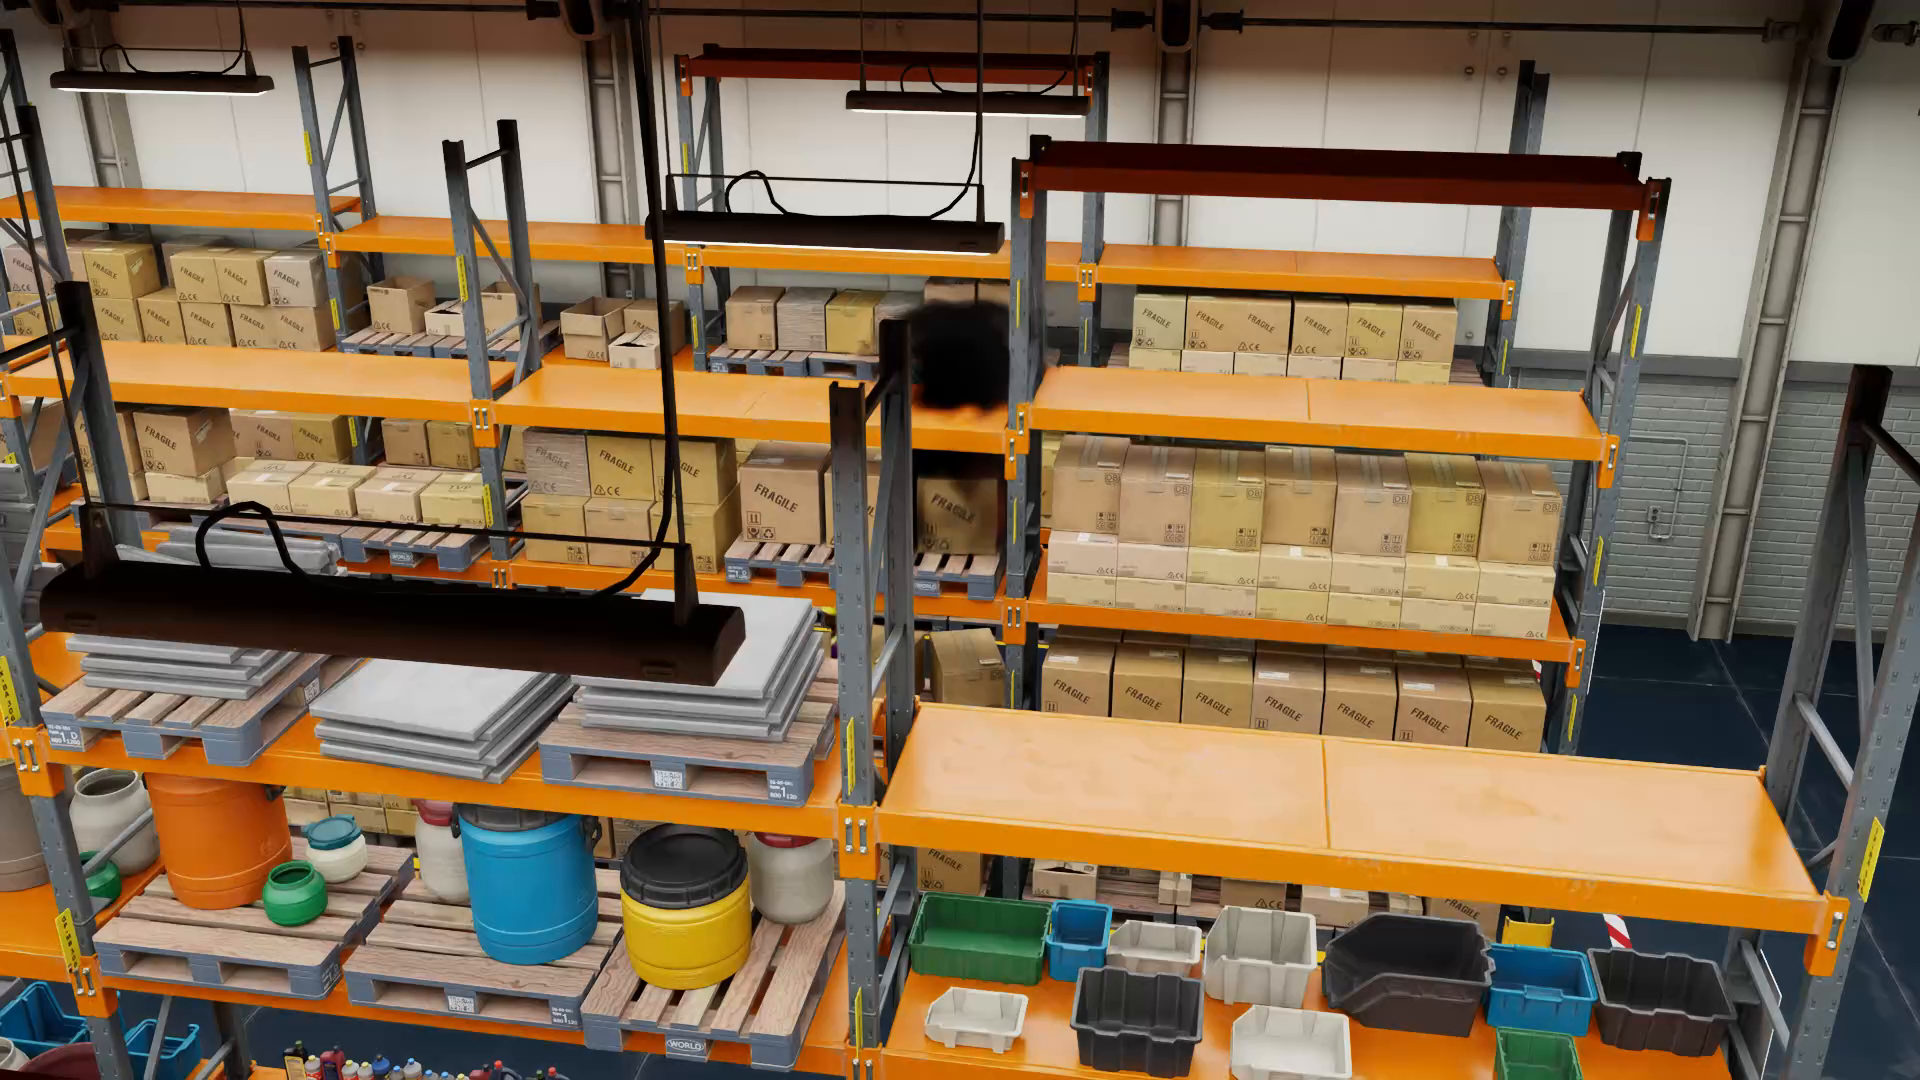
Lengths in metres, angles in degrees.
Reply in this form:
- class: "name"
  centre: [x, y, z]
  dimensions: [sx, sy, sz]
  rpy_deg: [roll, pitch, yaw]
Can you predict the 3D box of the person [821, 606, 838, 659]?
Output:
- class: "person"
  centre: [-1.017, 1.326, 15.052]
  dimensions: [0.789, 1.729, 0.706]
  rpy_deg: [1, 23, 2]
